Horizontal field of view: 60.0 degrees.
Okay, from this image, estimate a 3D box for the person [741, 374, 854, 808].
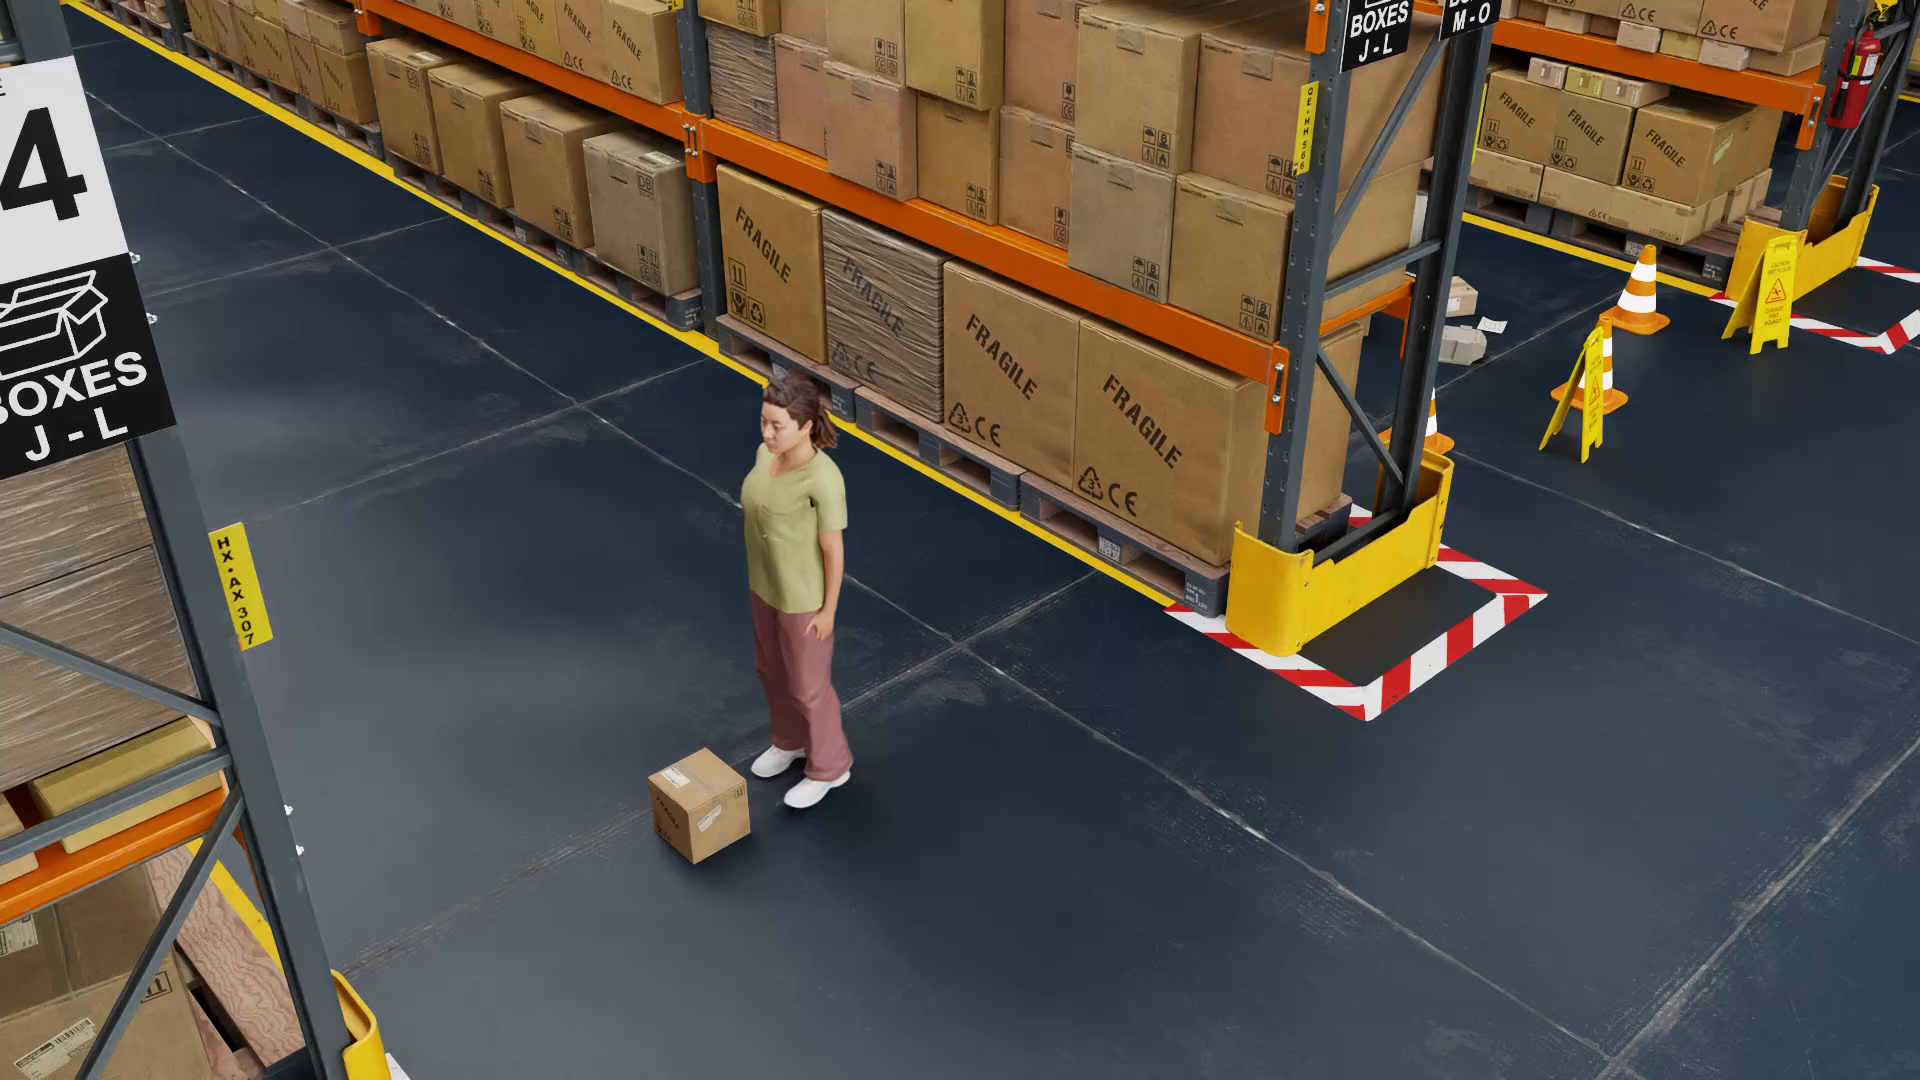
[{"bbox_3d":[-0.570,0.184,5.849,0.370,1.668,0.441,-25,40,-34],"label":"person"}]
